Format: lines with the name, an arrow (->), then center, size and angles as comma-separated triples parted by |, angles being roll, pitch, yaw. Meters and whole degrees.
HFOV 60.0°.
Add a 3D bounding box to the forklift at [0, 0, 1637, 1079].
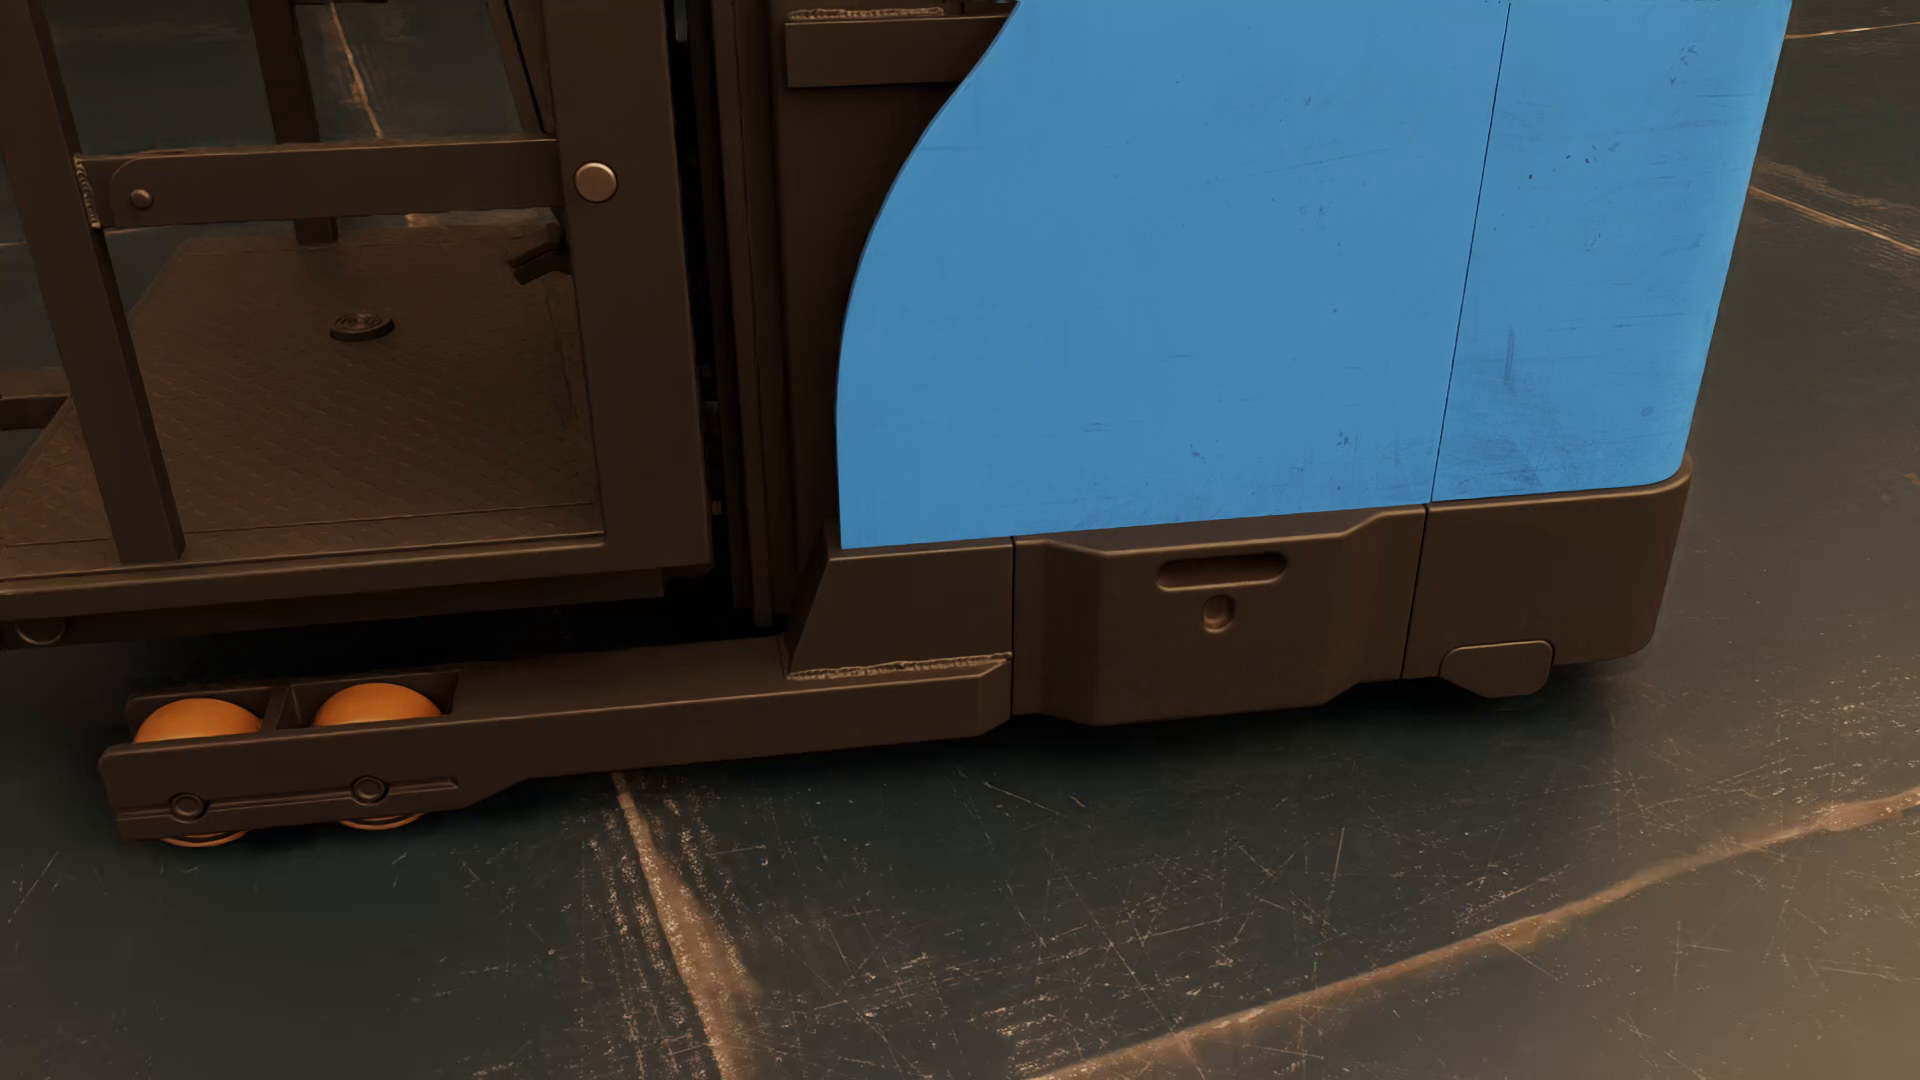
forklift -> -0.435, -1.063, 1.405 | 3.031, 2.935, 1.130 | -26, 39, -37
